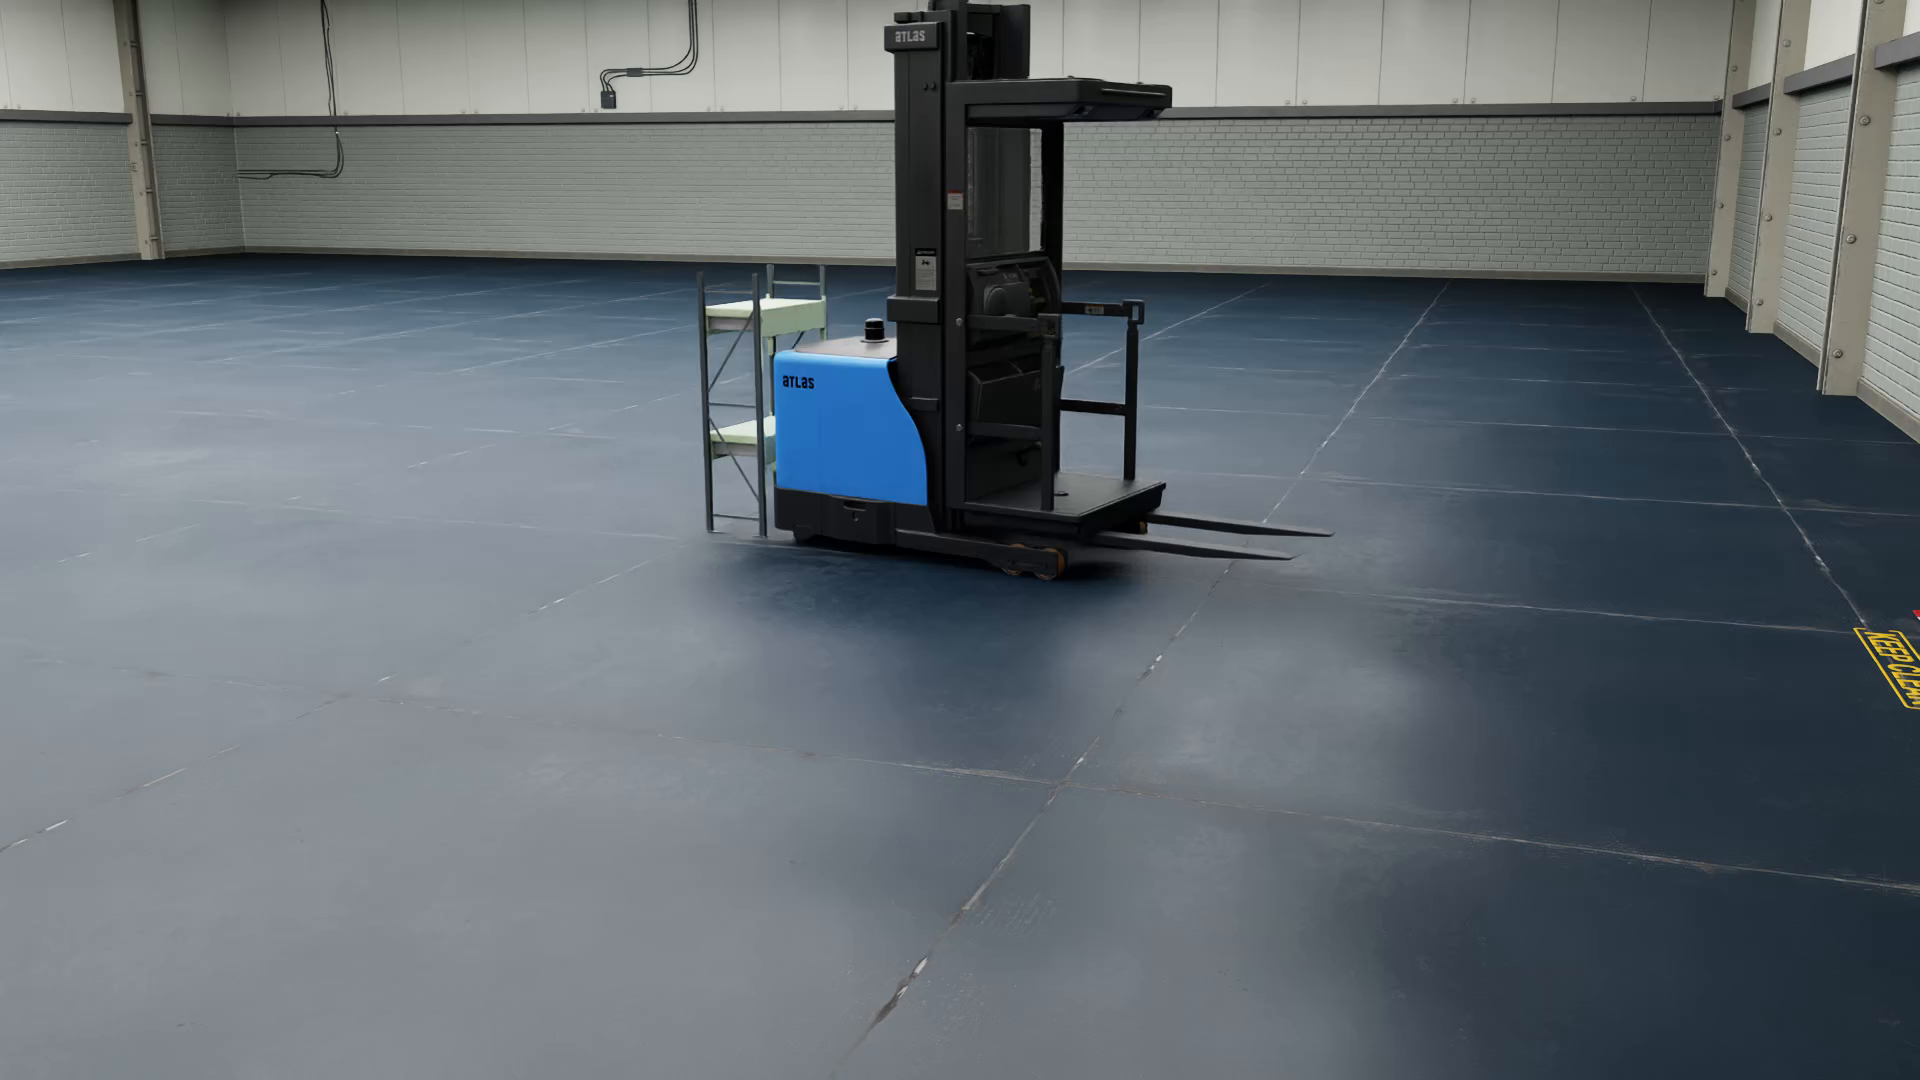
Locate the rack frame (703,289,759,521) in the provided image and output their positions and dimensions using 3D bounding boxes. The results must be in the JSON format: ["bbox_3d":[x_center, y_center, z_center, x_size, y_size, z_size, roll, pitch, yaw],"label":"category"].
[{"bbox_3d":[-1.294,-0.760,9.441,0.380,1.308,0.010,6,14,25],"label":"rack frame"}]

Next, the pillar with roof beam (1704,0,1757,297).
[{"bbox_3d":[8.005,-8.601,26.946,9.100,9.000,0.400,4,14,18],"label":"pillar with roof beam"}]

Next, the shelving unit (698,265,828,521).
[{"bbox_3d":[-1.132,-0.833,9.764,0.431,1.500,0.748,6,14,25],"label":"shelving unit"}]

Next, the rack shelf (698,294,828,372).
[{"bbox_3d":[-1.135,-1.213,9.675,0.431,0.370,0.720,6,14,25],"label":"rack shelf"}]

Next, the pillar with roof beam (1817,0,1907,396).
[{"bbox_3d":[4.123,-6.074,15.877,9.100,9.000,0.400,4,14,18],"label":"pillar with roof beam"}]

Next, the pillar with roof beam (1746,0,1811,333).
[{"bbox_3d":[6.064,-7.337,21.412,9.100,9.000,0.400,4,14,18],"label":"pillar with roof beam"}]

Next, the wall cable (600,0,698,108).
[{"bbox_3d":[-6.545,-12.055,34.438,2.305,6.003,0.169,4,14,18],"label":"wall cable"}]

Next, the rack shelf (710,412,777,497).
[{"bbox_3d":[-1.132,-0.515,9.833,0.431,0.370,0.720,6,14,25],"label":"rack shelf"}]

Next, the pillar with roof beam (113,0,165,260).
[{"bbox_3d":[-13.653,-10.249,34.167,9.100,9.000,0.400,4,14,18],"label":"pillar with roof beam"}]

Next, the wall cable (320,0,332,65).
[{"bbox_3d":[-12.963,-11.837,36.756,3.097,2.526,0.112,4,14,18],"label":"wall cable"}]

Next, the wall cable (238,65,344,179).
[{"bbox_3d":[-15.522,-9.570,38.171,3.097,2.526,0.112,4,14,18],"label":"wall cable"}]

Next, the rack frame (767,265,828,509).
[{"bbox_3d":[-0.973,-0.906,10.082,0.400,1.500,0.023,6,14,25],"label":"rack frame"}]

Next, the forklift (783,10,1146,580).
[{"bbox_3d":[-10.769,-1.013,7.484,18.708,2.867,15.053,8,15,30],"label":"forklift"}]
